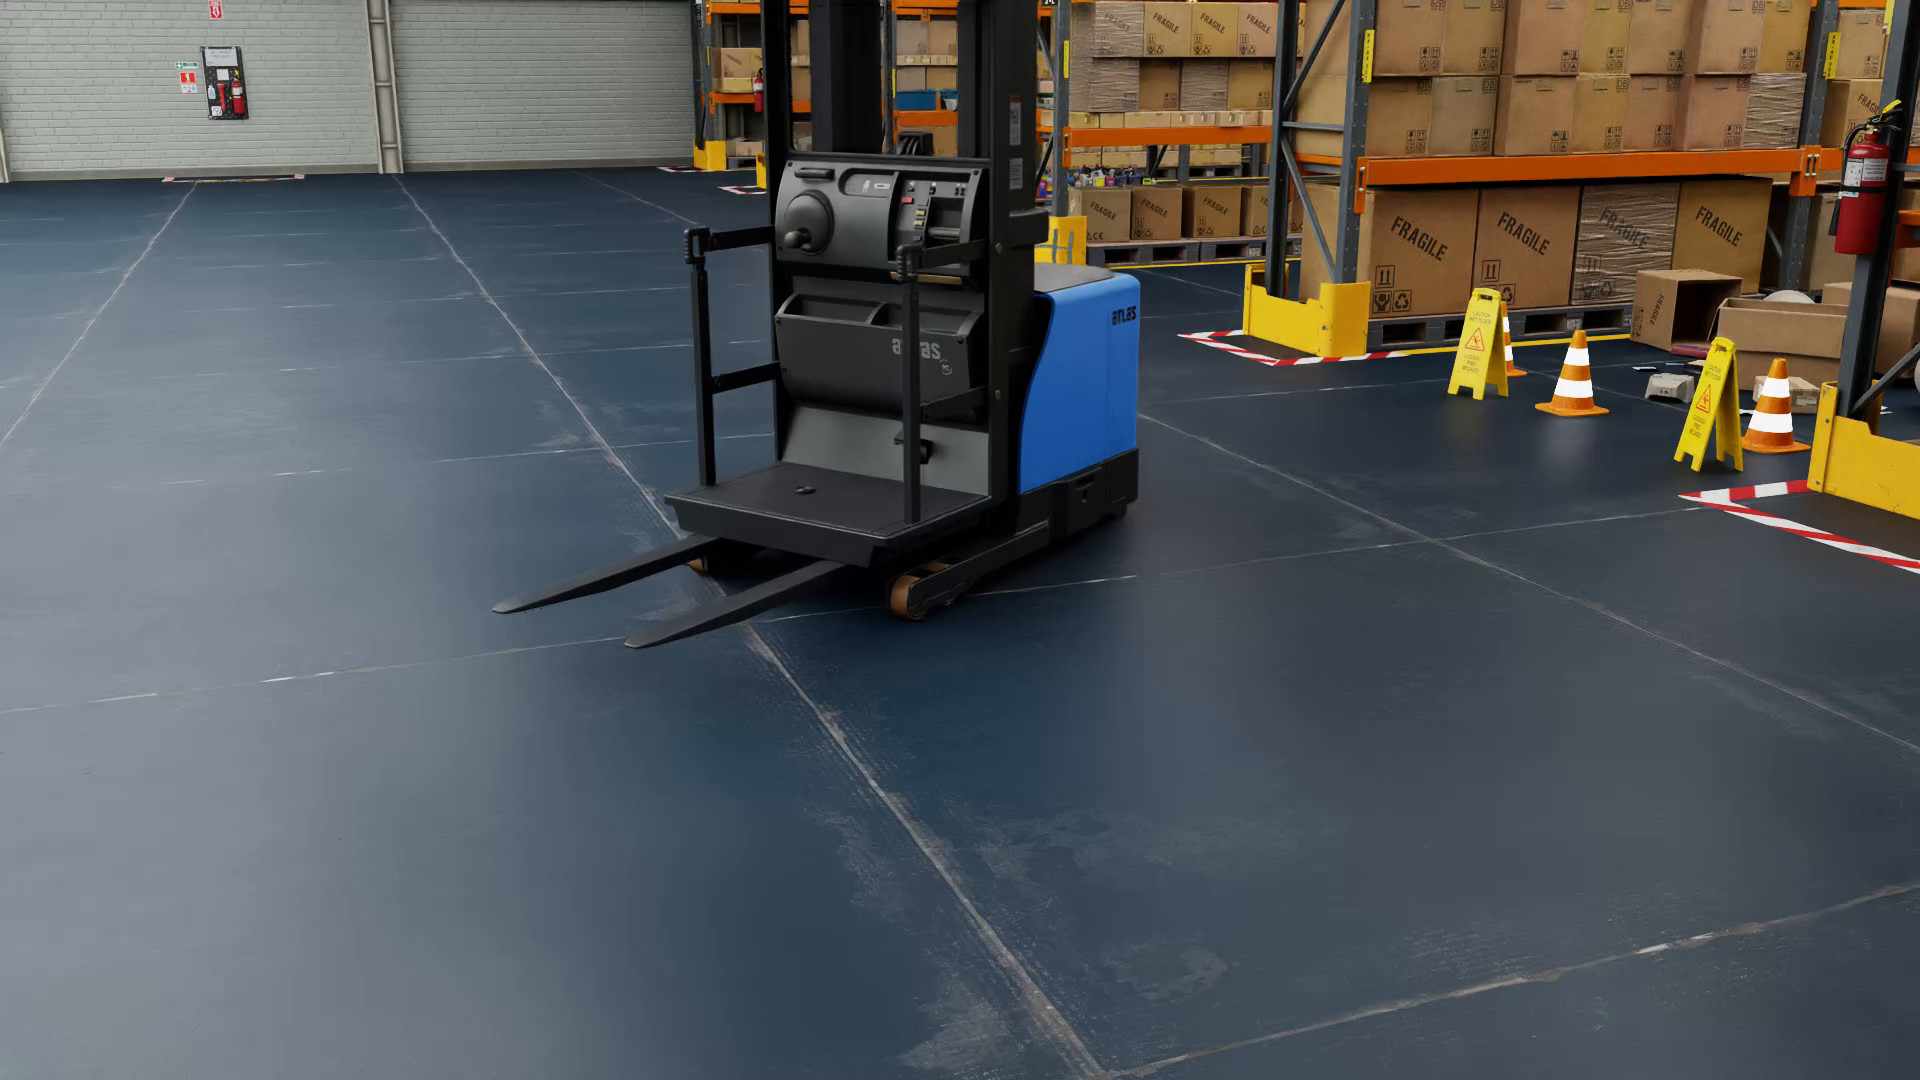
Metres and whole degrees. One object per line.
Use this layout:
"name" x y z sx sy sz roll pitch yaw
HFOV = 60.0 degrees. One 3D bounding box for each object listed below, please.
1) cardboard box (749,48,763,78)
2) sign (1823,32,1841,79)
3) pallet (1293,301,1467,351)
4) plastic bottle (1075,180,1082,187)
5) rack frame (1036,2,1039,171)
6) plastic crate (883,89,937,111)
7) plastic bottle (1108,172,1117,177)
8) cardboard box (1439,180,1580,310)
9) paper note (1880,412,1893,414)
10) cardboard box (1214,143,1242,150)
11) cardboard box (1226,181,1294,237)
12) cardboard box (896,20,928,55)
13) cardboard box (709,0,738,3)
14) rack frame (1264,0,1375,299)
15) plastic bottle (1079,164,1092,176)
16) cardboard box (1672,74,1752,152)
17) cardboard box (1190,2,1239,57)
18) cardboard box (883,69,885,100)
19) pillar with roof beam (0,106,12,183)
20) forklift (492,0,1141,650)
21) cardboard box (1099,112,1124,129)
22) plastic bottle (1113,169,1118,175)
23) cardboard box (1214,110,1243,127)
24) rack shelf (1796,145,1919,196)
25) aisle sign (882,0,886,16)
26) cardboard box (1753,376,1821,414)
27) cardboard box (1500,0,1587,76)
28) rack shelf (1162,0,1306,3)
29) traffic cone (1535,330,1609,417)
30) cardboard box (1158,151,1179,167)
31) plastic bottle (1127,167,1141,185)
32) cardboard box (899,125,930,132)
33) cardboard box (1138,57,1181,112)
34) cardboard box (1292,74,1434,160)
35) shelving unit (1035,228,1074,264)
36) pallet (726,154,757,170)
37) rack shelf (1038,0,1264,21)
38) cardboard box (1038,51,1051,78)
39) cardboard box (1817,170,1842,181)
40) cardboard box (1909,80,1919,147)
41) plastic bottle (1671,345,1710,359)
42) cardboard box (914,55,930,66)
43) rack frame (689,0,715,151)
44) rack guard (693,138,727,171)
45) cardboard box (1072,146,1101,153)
"cardboard box" -3.514 -8.384 29.224 0.500 0.500 0.500 -6 17 -20
"sign" 6.400 -3.556 12.207 0.005 0.325 0.100 -6 17 -20
"pallet" 3.183 -1.609 12.201 1.213 0.211 1.003 -6 17 -20
"plastic bottle" 1.515 -4.508 21.312 0.097 0.201 0.097 0 16 0
"rack frame" 0.978 -7.171 26.193 0.127 3.000 1.000 -6 17 -20
"plastic crate" -0.628 -5.521 20.841 0.616 0.251 0.499 -6 17 -20
"plastic bottle" 1.993 -4.647 21.654 0.135 0.276 0.152 -6 17 -20
"cardboard box" 3.895 -2.202 12.300 0.875 0.875 0.875 -6 18 -21
"paper note" 5.317 -0.732 9.574 0.123 0.001 0.032 -6 17 -20
"cardboard box" 4.312 -6.608 27.415 0.500 0.311 0.500 -6 17 -19
"cardboard box" 3.048 -3.393 17.020 0.500 0.500 0.500 -8 18 -25
"cardboard box" -0.840 -7.643 25.321 0.500 0.500 0.700 -6 17 -20
"cardboard box" -4.131 -9.535 28.708 0.500 0.500 0.500 -6 17 -19
"rack frame" 2.465 -2.845 11.464 0.127 3.000 1.000 -6 17 -20
"plastic bottle" 1.669 -4.816 22.094 0.185 0.351 0.144 -7 18 -22
"cardboard box" 5.354 -3.219 12.469 0.550 0.550 0.875 -6 17 -20
"cardboard box" 2.331 -4.914 16.028 0.500 0.500 0.500 -6 17 -20
"cardboard box" -1.362 -6.962 25.304 0.500 0.500 0.700 -6 17 -20
"pillar with roof beam" -13.854 -8.904 21.449 0.400 9.000 9.100 -6 17 -20
"forklift" -0.437 -1.264 6.200 1.130 2.935 3.031 11 19 32
"cardboard box" 1.376 -4.026 15.931 0.250 0.149 0.380 -6 17 -20
"plastic bottle" 2.039 -4.790 22.127 0.133 0.283 0.061 -6 17 -20
"cardboard box" 2.571 -4.132 16.290 0.250 0.149 0.380 -6 17 -20
"rack shelf" 8.068 -3.105 13.625 4.000 0.370 1.077 -6 17 -20
"aisle sign" -0.950 -6.627 19.727 0.004 0.787 0.394 -6 17 -20
"cardboard box" 4.831 -0.849 9.725 0.250 0.149 0.380 3 17 9
"cardboard box" 3.877 -3.563 11.725 0.550 0.550 0.875 -6 17 -20
"rack shelf" 4.615 -7.163 22.119 4.000 0.370 1.077 -6 17 -20
"traffic cone" 3.556 -0.976 9.602 0.334 0.463 0.336 -6 17 -20
"cardboard box" 3.359 -6.236 27.145 0.500 0.250 0.500 -6 17 -19
"plastic bottle" 2.249 -4.666 21.585 0.185 0.351 0.144 -7 18 -22
"cardboard box" -0.775 -6.155 25.539 0.500 0.500 0.500 -6 17 -20
"cardboard box" 1.732 -4.481 16.330 0.500 0.500 0.875 -6 17 -20
"cardboard box" 2.795 -2.967 11.611 0.550 0.550 0.875 -6 17 -20
"shelving unit" 0.346 -0.875 7.919 0.258 1.200 0.189 8 9 26
"pallet" -3.691 -6.813 29.923 1.213 0.211 1.003 -6 17 -20
"rack shelf" 2.846 -8.466 26.558 4.000 0.370 1.077 -6 17 -20
"cardboard box" 1.347 -8.954 31.309 0.500 0.500 0.700 -6 17 -20
"cardboard box" 9.742 -4.301 19.447 0.875 0.875 1.225 -6 17 -20
"cardboard box" 7.259 -3.330 12.936 0.500 0.500 0.500 -6 17 -20
"plastic bottle" 5.028 -1.283 11.358 0.133 0.061 0.283 -14 21 -39
"cardboard box" -0.632 -7.291 25.273 0.250 0.149 0.380 -6 17 -18
"rack frame" -4.533 -8.070 29.256 0.127 3.000 1.000 -6 17 -20
"rack guard" -4.462 -6.879 29.635 0.348 0.500 1.175 -6 17 -20
"cardboard box" 1.923 -6.347 26.528 0.500 0.311 0.500 -6 18 -21
